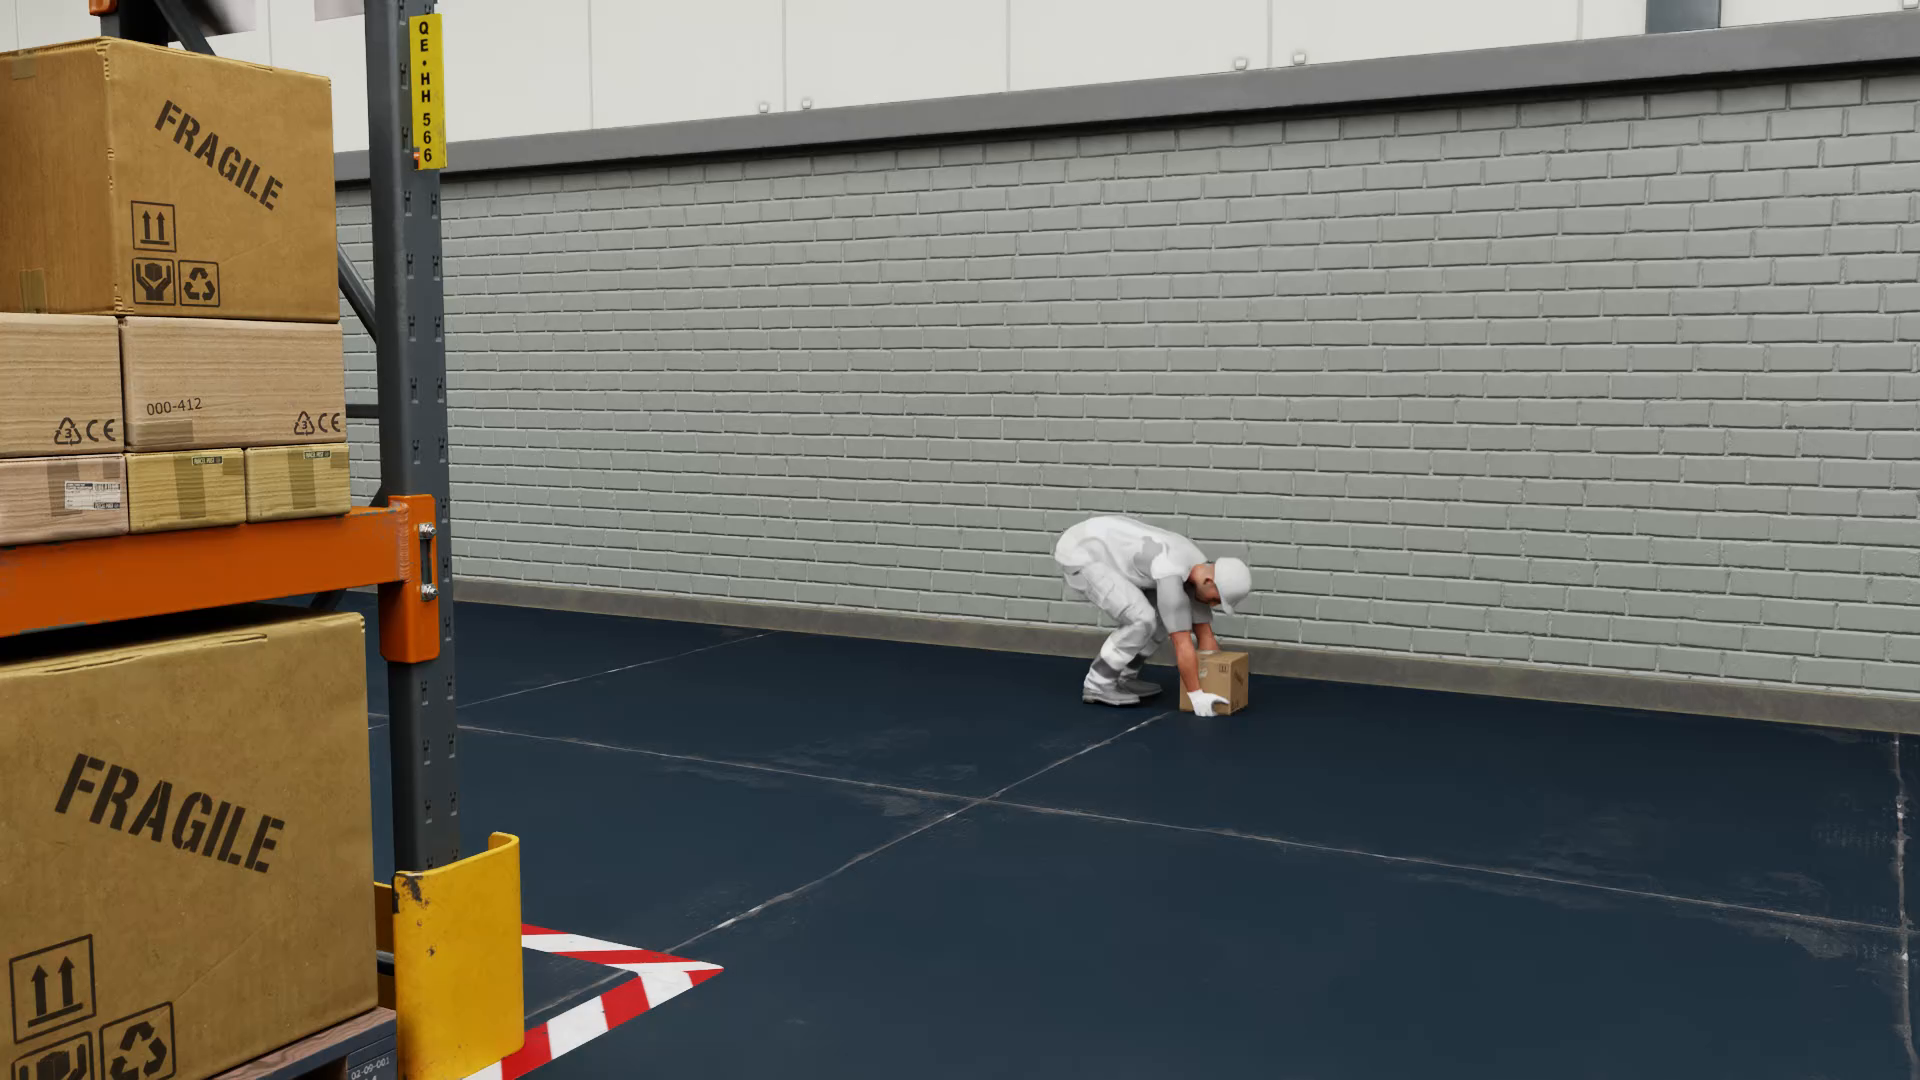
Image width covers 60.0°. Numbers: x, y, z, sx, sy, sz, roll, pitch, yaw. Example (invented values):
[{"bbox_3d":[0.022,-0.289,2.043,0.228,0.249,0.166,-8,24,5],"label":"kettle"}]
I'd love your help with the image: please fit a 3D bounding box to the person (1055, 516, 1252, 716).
[{"bbox_3d":[0.932,0.348,7.992,0.956,0.915,0.535,3,7,26],"label":"person"}]
